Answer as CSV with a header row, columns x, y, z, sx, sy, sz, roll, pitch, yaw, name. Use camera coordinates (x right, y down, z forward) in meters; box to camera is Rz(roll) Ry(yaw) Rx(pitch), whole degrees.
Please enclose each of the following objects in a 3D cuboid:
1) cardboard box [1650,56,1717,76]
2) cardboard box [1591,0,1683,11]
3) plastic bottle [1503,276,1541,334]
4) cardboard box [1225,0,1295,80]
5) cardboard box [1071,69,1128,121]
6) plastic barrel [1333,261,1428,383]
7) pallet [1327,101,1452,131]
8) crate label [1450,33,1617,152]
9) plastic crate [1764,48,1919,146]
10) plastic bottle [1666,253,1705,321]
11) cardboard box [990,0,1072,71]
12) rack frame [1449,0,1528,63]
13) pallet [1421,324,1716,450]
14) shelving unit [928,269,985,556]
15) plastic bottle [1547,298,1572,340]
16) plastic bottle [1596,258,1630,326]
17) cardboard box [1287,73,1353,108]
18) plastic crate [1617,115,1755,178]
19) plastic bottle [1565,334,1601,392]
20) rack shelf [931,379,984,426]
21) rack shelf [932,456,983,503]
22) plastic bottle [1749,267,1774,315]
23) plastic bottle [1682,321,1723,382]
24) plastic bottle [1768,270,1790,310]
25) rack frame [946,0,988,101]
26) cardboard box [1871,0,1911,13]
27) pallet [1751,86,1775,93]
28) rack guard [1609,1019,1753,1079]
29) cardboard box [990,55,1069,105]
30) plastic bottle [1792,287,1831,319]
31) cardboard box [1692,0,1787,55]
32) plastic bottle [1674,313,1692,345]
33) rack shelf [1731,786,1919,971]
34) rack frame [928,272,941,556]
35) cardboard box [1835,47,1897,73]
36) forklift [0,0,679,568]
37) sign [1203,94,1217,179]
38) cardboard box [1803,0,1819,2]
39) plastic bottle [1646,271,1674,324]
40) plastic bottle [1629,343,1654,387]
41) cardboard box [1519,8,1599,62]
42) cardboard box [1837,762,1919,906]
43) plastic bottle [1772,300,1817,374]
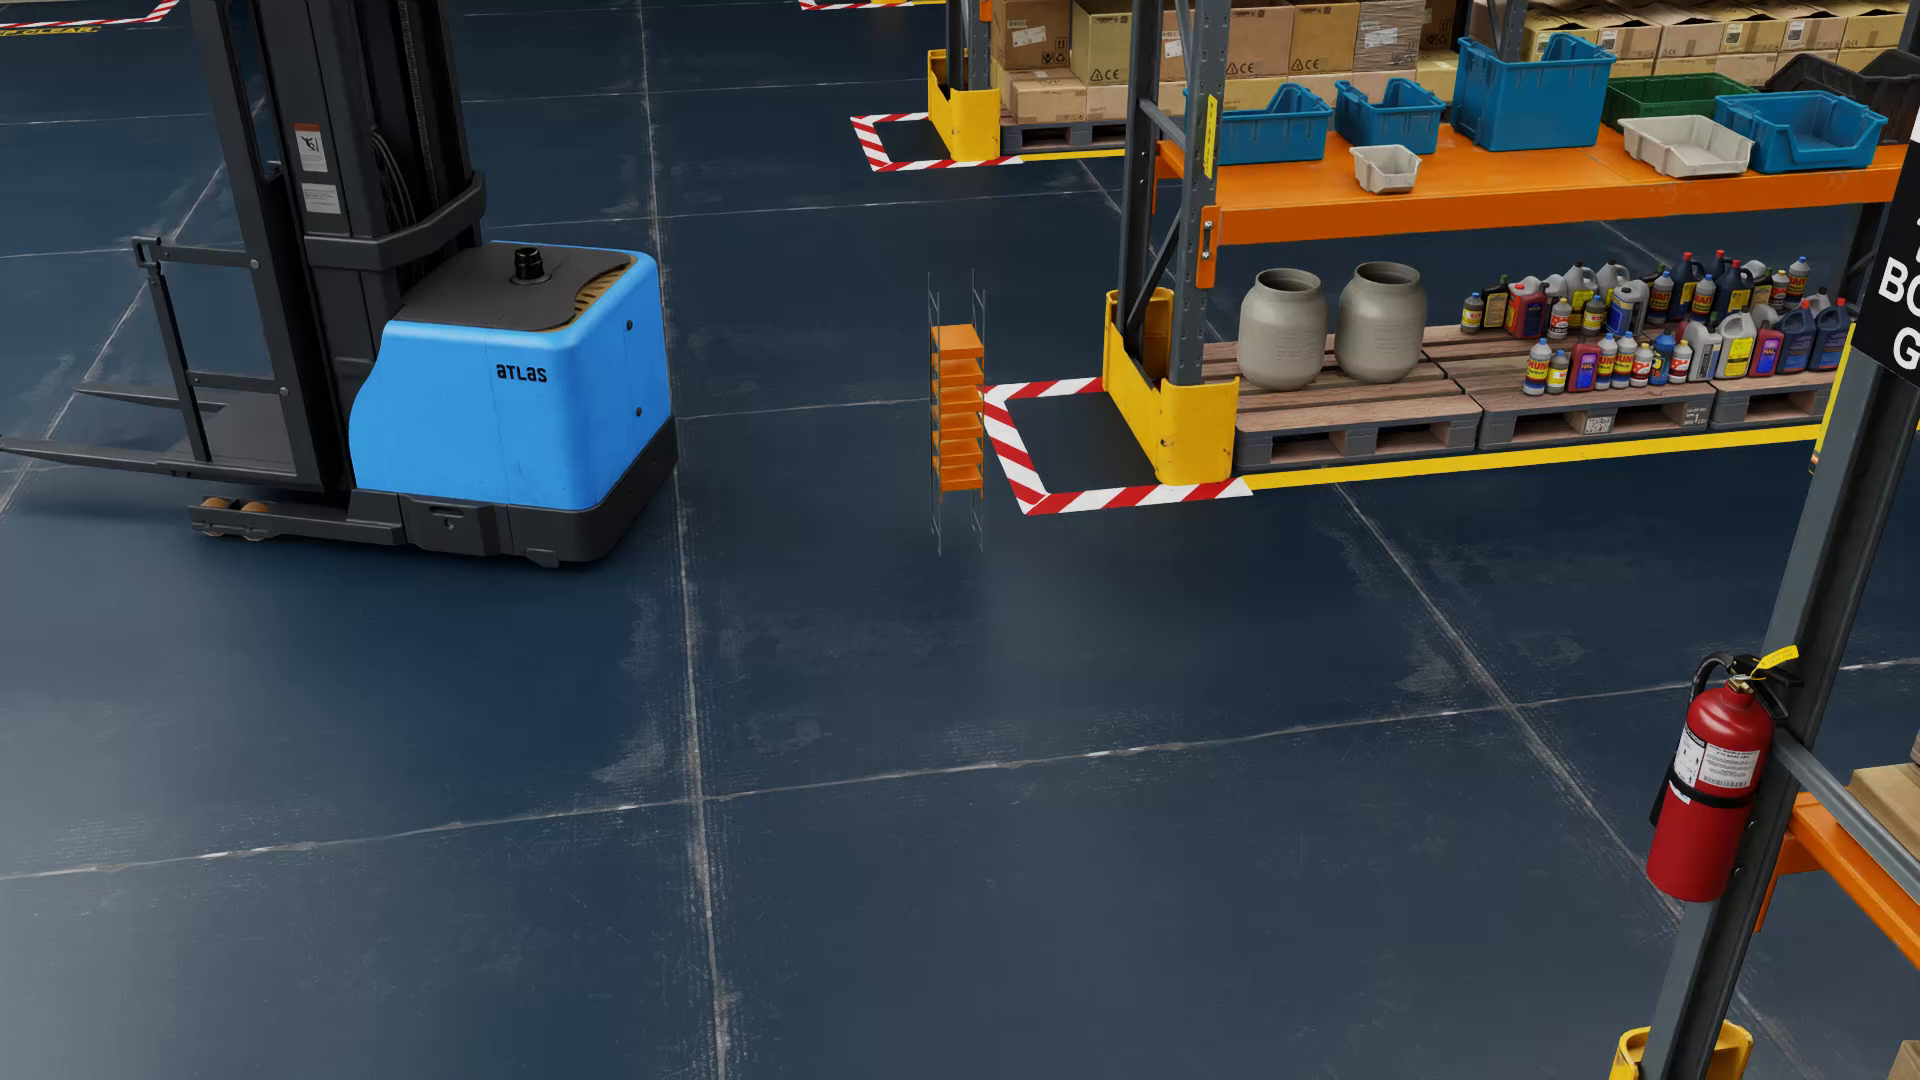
x,y,z,sx,sy,sz,roll,pitch,yaw,name
5.433,-3.652,12.801,0.500,0.250,0.500,-6,31,-10,cardboard box
5.328,-4.161,13.112,0.500,0.311,0.500,-5,31,-9,cardboard box
2.914,-1.225,8.627,0.135,0.276,0.152,-5,31,-9,plastic bottle
2.088,-3.676,12.101,0.500,0.500,0.500,-5,31,-9,cardboard box
1.104,-3.265,12.141,0.500,0.250,0.500,-5,31,-9,cardboard box
2.060,-1.066,8.144,0.421,0.512,0.421,0,30,0,plastic barrel
3.190,-3.395,12.815,1.213,0.211,1.003,-5,31,-9,pallet
2.695,-2.132,7.881,0.616,0.435,0.502,-5,31,-9,crate label
4.330,-2.168,8.038,0.504,0.338,0.767,-5,31,-9,plastic crate
3.814,-1.342,8.753,0.185,0.351,0.144,-7,31,-11,plastic bottle
0.519,-3.800,12.312,0.500,0.500,0.500,-5,31,-9,cardboard box
3.980,-4.649,12.197,0.127,3.000,1.000,-5,31,-9,rack frame
2.997,-0.823,8.441,1.213,0.211,1.003,-5,31,-9,pallet
-0.014,-0.516,6.944,0.189,1.200,0.258,-5,31,-9,shelving unit
3.091,-1.145,8.564,0.097,0.201,0.097,0,30,0,plastic bottle
3.396,-1.304,8.687,0.185,0.351,0.144,-6,31,-9,plastic bottle
2.580,-3.399,12.370,0.500,0.250,0.500,-5,31,-9,cardboard box
3.316,-1.791,7.596,0.437,0.136,0.530,-5,31,-9,plastic crate
2.999,-0.854,7.989,0.133,0.283,0.061,-5,31,-8,plastic bottle
-0.014,-0.581,6.905,0.180,0.103,0.258,-5,31,-9,rack shelf
-0.014,-0.271,7.088,0.180,0.103,0.258,-5,31,-9,rack shelf
4.182,-1.291,8.732,0.133,0.283,0.061,-5,31,-9,plastic bottle
3.619,-0.932,8.129,0.135,0.276,0.152,-5,31,-8,plastic bottle
4.376,-1.342,8.900,0.097,0.201,0.097,0,30,0,plastic bottle
0.045,-4.283,11.575,0.127,3.000,1.000,-5,31,-9,rack frame
7.443,-4.081,12.976,0.500,0.311,0.500,-5,31,-8,cardboard box
5.900,-3.646,13.243,1.213,0.211,1.003,-5,31,-9,pallet
1.900,1.727,3.821,0.348,0.500,1.175,-5,31,-9,rack guard
0.519,-3.476,12.500,0.500,0.250,0.500,-5,31,-9,cardboard box
4.261,-1.096,8.334,0.185,0.351,0.144,-5,31,-9,plastic bottle
5.943,-3.941,12.738,0.500,0.311,0.500,-4,31,-8,cardboard box
3.600,-0.988,8.217,0.133,0.283,0.061,-5,31,-9,plastic bottle
3.793,0.783,3.668,4.000,0.370,1.077,-5,31,-9,rack shelf
-0.104,-0.508,6.929,0.006,1.200,0.240,-5,31,-9,rack frame
6.934,-3.791,13.037,0.500,0.250,0.500,-6,31,-10,cardboard box
-2.880,-1.513,6.932,3.031,2.935,1.130,6,31,10,forklift
1.028,-1.658,6.838,0.005,0.325,0.100,-5,31,-9,sign
6.831,-4.298,13.345,0.500,0.311,0.500,-6,31,-10,cardboard box
3.676,-1.276,8.719,0.097,0.271,0.097,0,30,0,plastic bottle
3.306,-0.857,8.074,0.097,0.201,0.097,0,30,0,plastic bottle
4.431,-3.800,12.498,0.500,0.311,0.500,-5,31,-9,cardboard box
2.069,0.635,3.458,0.250,0.149,0.380,-5,31,-9,cardboard box
4.098,-1.006,8.182,0.185,0.351,0.144,-7,31,-11,plastic bottle
